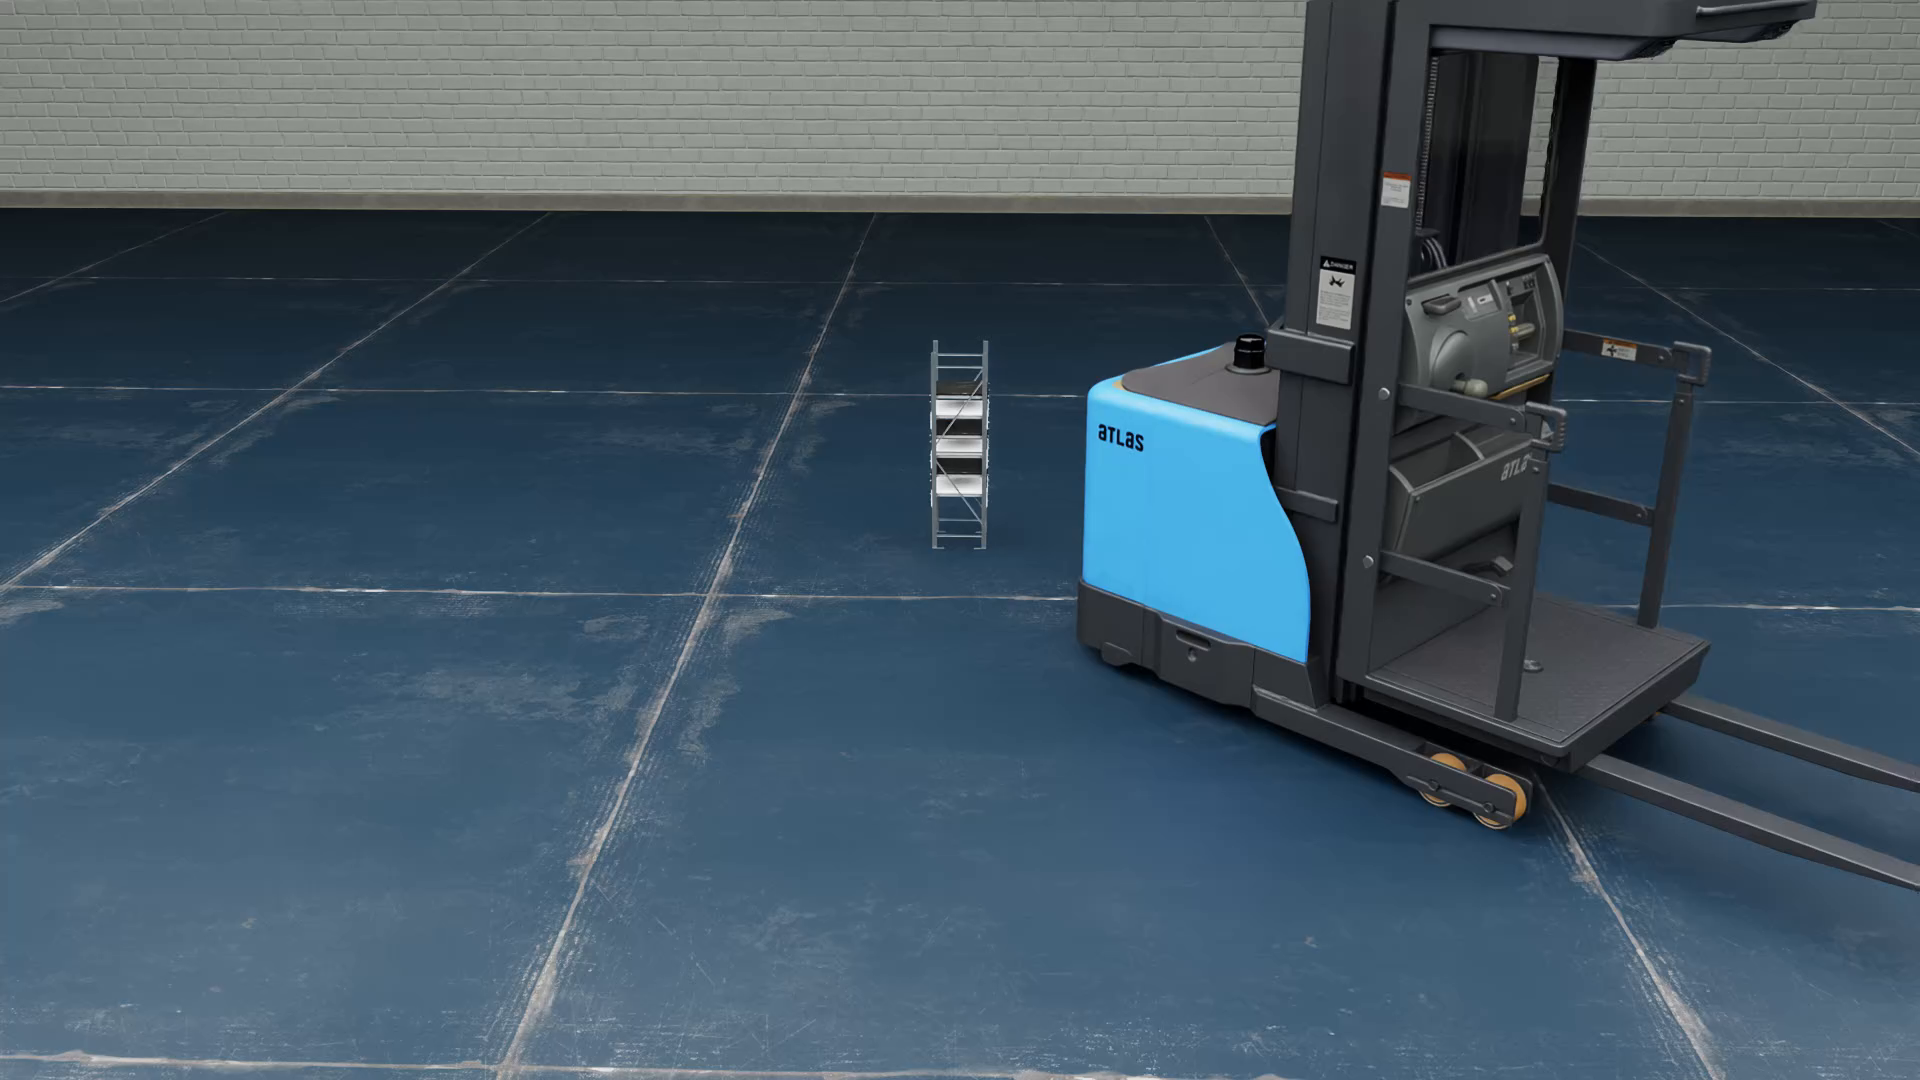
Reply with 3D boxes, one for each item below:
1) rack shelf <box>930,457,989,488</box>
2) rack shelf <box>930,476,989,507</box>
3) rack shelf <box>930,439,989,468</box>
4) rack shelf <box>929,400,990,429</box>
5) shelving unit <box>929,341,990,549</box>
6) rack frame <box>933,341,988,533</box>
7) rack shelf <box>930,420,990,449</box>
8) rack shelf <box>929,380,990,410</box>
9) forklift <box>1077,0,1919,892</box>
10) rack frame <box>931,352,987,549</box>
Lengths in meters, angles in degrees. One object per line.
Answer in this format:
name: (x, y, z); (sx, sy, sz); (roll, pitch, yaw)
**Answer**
rack shelf: (0.000, -0.302, 7.403); (0.258, 0.077, 0.200); (1, 21, 2)
rack shelf: (0.000, -0.218, 7.436); (0.258, 0.077, 0.200); (1, 21, 2)
rack shelf: (0.000, -0.386, 7.371); (0.258, 0.077, 0.200); (1, 21, 2)
rack shelf: (0.000, -0.553, 7.306); (0.258, 0.077, 0.200); (1, 21, 2)
shelving unit: (0.000, -0.417, 7.359); (0.258, 0.900, 0.210); (1, 21, 2)
rack frame: (0.003, -0.453, 7.453); (0.240, 0.900, 0.006); (1, 21, 2)
rack shelf: (0.000, -0.469, 7.338); (0.258, 0.077, 0.200); (1, 21, 2)
rack shelf: (0.000, -0.637, 7.273); (0.258, 0.077, 0.200); (1, 21, 2)
forklift: (1.841, -0.674, 5.215); (1.130, 2.935, 3.031); (-20, 29, -41)
rack frame: (-0.003, -0.380, 7.264); (0.240, 0.900, 0.006); (1, 21, 2)
